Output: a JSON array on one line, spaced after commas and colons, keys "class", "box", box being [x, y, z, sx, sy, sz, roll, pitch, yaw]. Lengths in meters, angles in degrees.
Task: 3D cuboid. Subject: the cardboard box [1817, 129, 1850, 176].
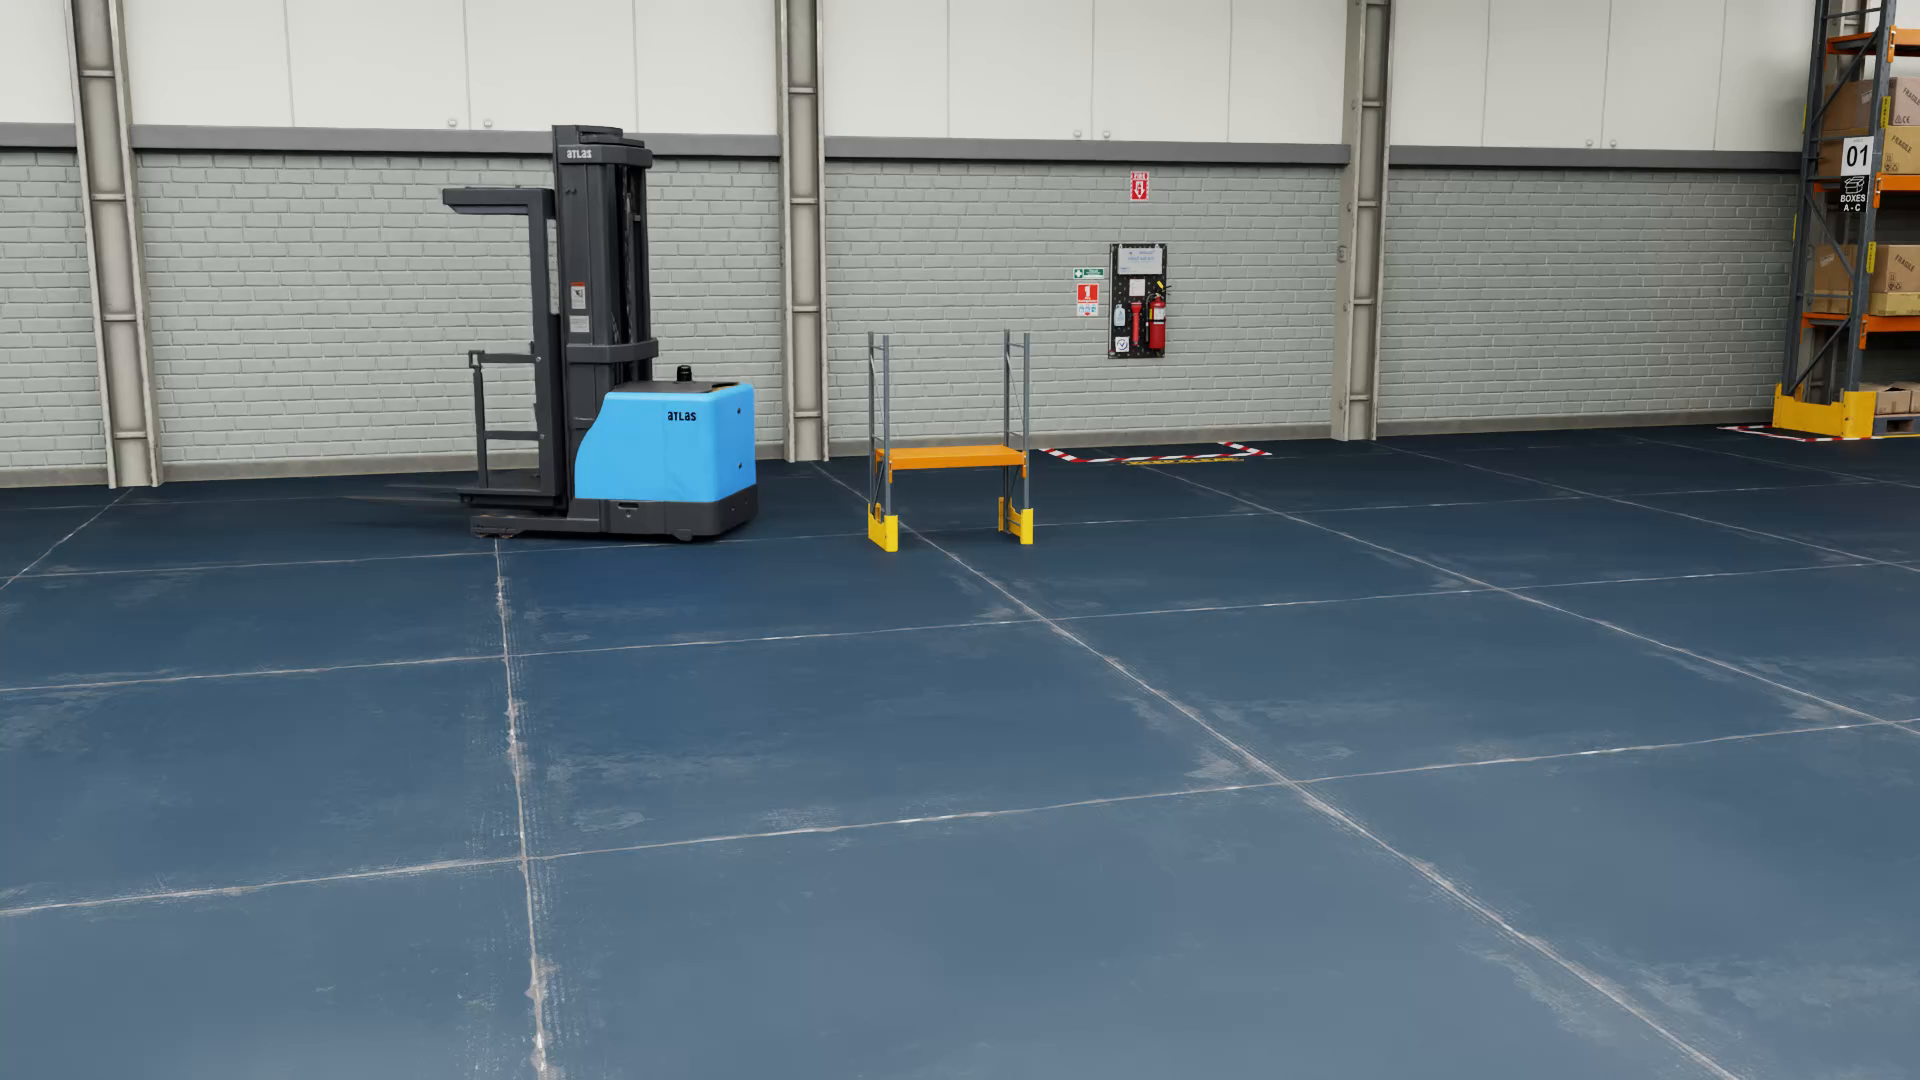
[{"class": "cardboard box", "box": [9.910, -4.287, 18.431, 0.500, 0.500, 0.500, -2, 11, -12]}]

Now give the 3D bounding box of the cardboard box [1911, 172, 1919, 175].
[{"class": "cardboard box", "box": [10.497, -4.216, 18.047, 0.500, 0.500, 0.500, -2, 11, -12]}]

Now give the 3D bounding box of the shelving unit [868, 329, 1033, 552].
[{"class": "shelving unit", "box": [-0.073, -0.734, 11.890, 1.083, 1.500, 0.587, -3, 11, -16]}]

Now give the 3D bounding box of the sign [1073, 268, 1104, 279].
[{"class": "sign", "box": [1.314, -2.718, 16.963, 0.331, 0.109, 0.001, -3, 11, -16]}]

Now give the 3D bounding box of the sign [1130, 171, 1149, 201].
[{"class": "sign", "box": [1.831, -3.608, 16.958, 0.199, 0.298, 0.001, -3, 11, -16]}]

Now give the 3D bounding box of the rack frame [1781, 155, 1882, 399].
[{"class": "rack frame", "box": [9.580, -2.687, 18.359, 0.127, 3.000, 1.000, -3, 11, -16]}]

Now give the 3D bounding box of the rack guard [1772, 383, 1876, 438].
[{"class": "rack guard", "box": [9.653, -1.462, 18.607, 0.348, 0.500, 1.175, -3, 11, -16]}]

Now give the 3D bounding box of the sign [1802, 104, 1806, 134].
[{"class": "sign", "box": [9.444, -4.696, 18.537, 0.005, 0.325, 0.100, -3, 11, -16]}]

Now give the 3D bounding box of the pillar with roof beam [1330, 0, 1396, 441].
[{"class": "pillar with roof beam", "box": [5.453, -4.772, 13.111, 0.400, 9.000, 9.100, -3, 11, -16]}]

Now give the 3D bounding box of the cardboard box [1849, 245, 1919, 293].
[{"class": "cardboard box", "box": [10.123, -2.964, 18.151, 0.500, 0.500, 0.500, -3, 11, -16]}]

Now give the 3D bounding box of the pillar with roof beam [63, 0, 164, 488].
[{"class": "pillar with roof beam", "box": [-6.069, -4.164, 9.812, 0.400, 9.000, 9.100, -3, 11, -16]}]

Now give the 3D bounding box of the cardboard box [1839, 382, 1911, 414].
[{"class": "cardboard box", "box": [10.270, -1.601, 18.668, 0.500, 0.311, 0.500, -4, 11, -22]}]

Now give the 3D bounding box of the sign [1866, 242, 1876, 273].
[{"class": "sign", "box": [9.732, -3.019, 17.769, 0.005, 0.325, 0.100, -3, 11, -16]}]

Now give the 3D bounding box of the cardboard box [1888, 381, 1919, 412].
[{"class": "cardboard box", "box": [10.817, -1.630, 18.825, 0.500, 0.311, 0.500, -2, 11, -11]}]

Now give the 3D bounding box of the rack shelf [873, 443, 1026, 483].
[{"class": "rack shelf", "box": [-0.082, -0.556, 11.920, 1.000, 0.185, 0.538, -3, 11, -16]}]

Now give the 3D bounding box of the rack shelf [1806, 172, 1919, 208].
[{"class": "rack shelf", "box": [11.501, -3.910, 18.703, 4.000, 0.370, 1.077, -3, 11, -16]}]

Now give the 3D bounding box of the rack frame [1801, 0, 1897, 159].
[{"class": "rack frame", "box": [9.580, -5.638, 17.816, 0.127, 3.000, 1.000, -3, 11, -16]}]

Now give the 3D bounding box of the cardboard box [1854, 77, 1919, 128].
[{"class": "cardboard box", "box": [10.018, -4.691, 17.863, 0.500, 0.500, 0.500, -4, 11, -20]}]

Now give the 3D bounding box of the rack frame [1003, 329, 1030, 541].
[{"class": "rack frame", "box": [0.406, -0.759, 12.027, 0.032, 1.500, 0.500, -3, 11, -16]}]

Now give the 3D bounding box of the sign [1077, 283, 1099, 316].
[{"class": "sign", "box": [1.307, -2.459, 17.018, 0.234, 0.329, 0.001, -3, 11, -16]}]

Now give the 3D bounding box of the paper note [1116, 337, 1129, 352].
[{"class": "paper note", "box": [1.677, -2.021, 17.172, 0.142, 0.148, 0.016, -3, 11, -16]}]

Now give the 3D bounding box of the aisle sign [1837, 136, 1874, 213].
[{"class": "aisle sign", "box": [9.595, -3.910, 17.821, 0.004, 0.787, 0.394, -3, 11, -16]}]

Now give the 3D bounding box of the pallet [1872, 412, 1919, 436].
[{"class": "pallet", "box": [10.443, -1.355, 18.823, 1.213, 0.211, 1.003, -3, 11, -16]}]

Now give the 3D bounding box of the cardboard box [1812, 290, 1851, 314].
[{"class": "cardboard box", "box": [9.975, -2.681, 18.683, 0.500, 0.250, 0.500, -3, 11, -15]}]

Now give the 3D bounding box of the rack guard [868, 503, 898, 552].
[{"class": "rack guard", "box": [-0.551, -0.094, 11.866, 0.087, 0.250, 0.587, -3, 11, -16]}]

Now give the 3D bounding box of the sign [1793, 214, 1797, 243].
[{"class": "sign", "box": [9.444, -3.510, 18.756, 0.005, 0.325, 0.100, -3, 11, -16]}]

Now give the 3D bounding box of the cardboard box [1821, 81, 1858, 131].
[{"class": "cardboard box", "box": [9.921, -4.781, 18.352, 0.500, 0.500, 0.500, -3, 11, -13]}]

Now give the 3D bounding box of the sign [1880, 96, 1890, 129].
[{"class": "sign", "box": [9.732, -4.498, 17.496, 0.005, 0.325, 0.100, -3, 11, -16]}]

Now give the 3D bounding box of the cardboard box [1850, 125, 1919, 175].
[{"class": "cardboard box", "box": [9.971, -4.195, 17.933, 0.500, 0.500, 0.500, -3, 11, -14]}]

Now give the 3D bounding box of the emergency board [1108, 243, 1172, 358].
[{"class": "emergency board", "box": [1.866, -2.451, 17.076, 0.643, 1.169, 0.194, -3, 11, -16]}]

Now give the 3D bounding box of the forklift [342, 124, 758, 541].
[{"class": "forklift", "box": [-3.112, -1.545, 12.341, 3.031, 2.935, 1.130, 2, 11, 11]}]

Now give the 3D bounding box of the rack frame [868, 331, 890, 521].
[{"class": "rack frame", "box": [-0.570, -0.708, 11.748, 0.032, 1.500, 0.500, -3, 11, -16]}]

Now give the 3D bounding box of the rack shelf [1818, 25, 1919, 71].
[{"class": "rack shelf", "box": [11.501, -5.384, 18.431, 4.000, 0.370, 1.077, -3, 11, -16]}]

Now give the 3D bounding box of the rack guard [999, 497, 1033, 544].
[{"class": "rack guard", "box": [0.405, -0.144, 12.140, 0.087, 0.250, 0.587, -3, 11, -16]}]

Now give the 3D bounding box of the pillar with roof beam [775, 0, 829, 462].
[{"class": "pillar with roof beam", "box": [-0.308, -4.468, 11.462, 0.400, 9.000, 9.100, -3, 11, -16]}]

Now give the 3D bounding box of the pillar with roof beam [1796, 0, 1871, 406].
[{"class": "pillar with roof beam", "box": [11.214, -5.075, 14.760, 0.400, 9.000, 9.100, -3, 11, -16]}]

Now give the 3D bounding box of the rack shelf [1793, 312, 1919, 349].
[{"class": "rack shelf", "box": [11.501, -2.435, 18.974, 4.000, 0.370, 1.077, -3, 11, -16]}]

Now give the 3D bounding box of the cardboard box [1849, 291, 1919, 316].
[{"class": "cardboard box", "box": [10.138, -2.593, 18.205, 0.500, 0.250, 0.500, -3, 11, -18]}]

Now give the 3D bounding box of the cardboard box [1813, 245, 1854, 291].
[{"class": "cardboard box", "box": [9.974, -3.053, 18.634, 0.500, 0.500, 0.500, -3, 11, -17]}]
